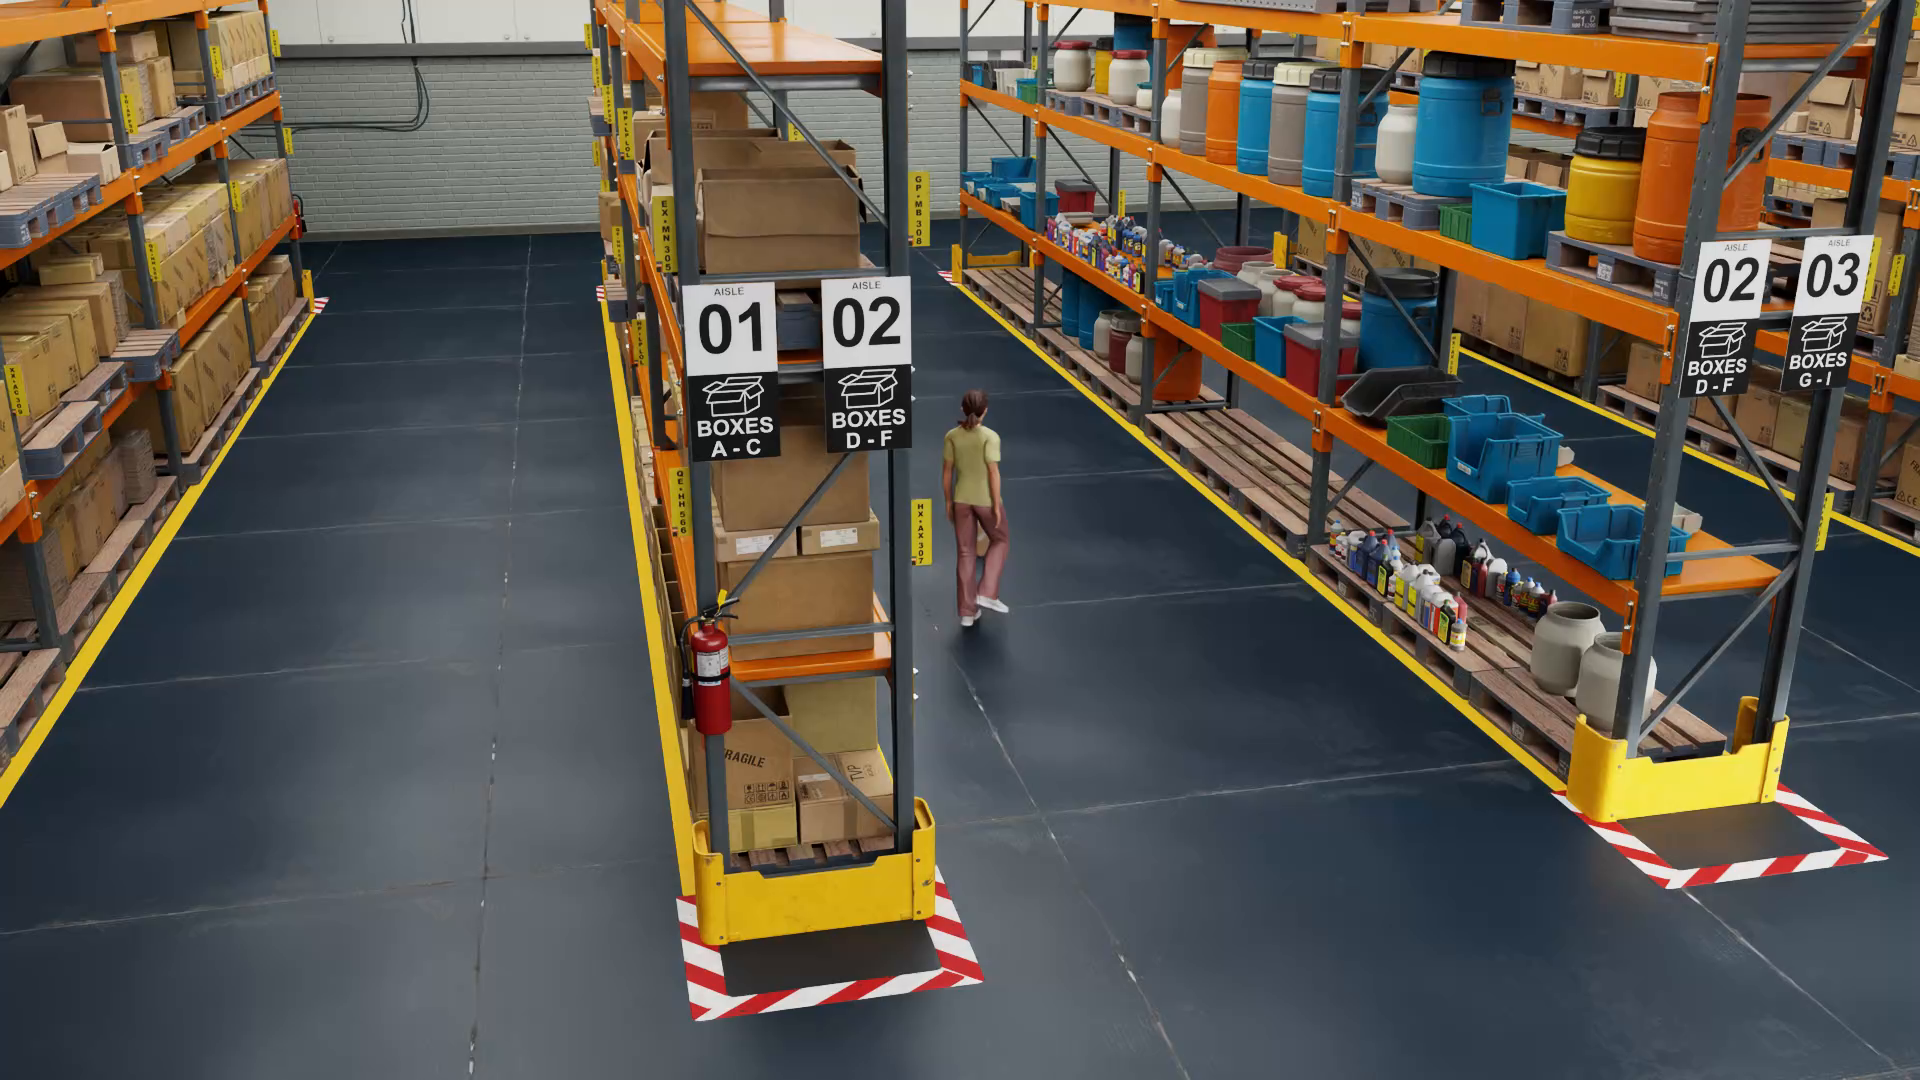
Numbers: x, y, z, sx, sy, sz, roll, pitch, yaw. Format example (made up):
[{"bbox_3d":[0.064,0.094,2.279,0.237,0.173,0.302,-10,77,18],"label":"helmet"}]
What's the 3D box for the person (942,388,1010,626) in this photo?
[{"bbox_3d":[0.094,-0.238,11.693,0.476,1.651,0.509,6,21,17],"label":"person"}]
